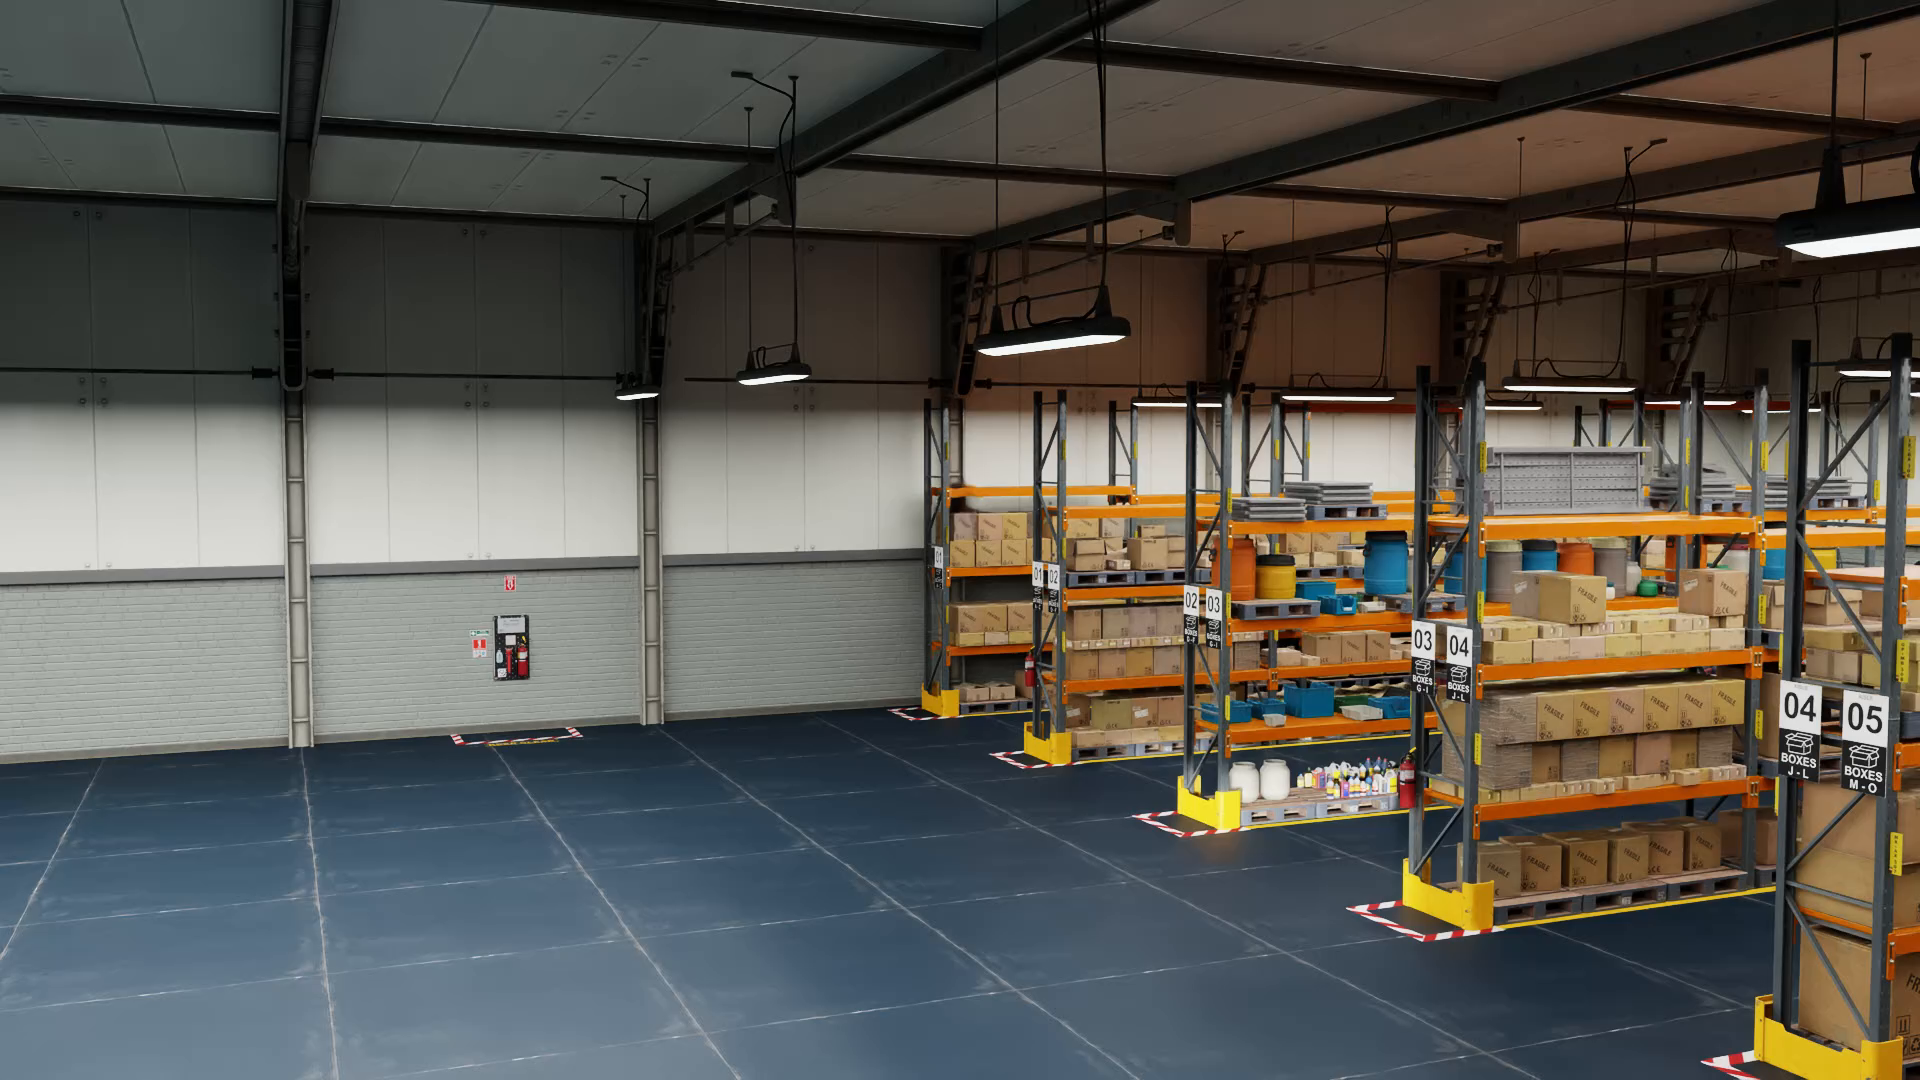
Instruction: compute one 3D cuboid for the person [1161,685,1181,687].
[{"bbox_3d":[3.895,2.572,30.380,1.064,1.613,0.445,-2,4,-27],"label":"person"}]
